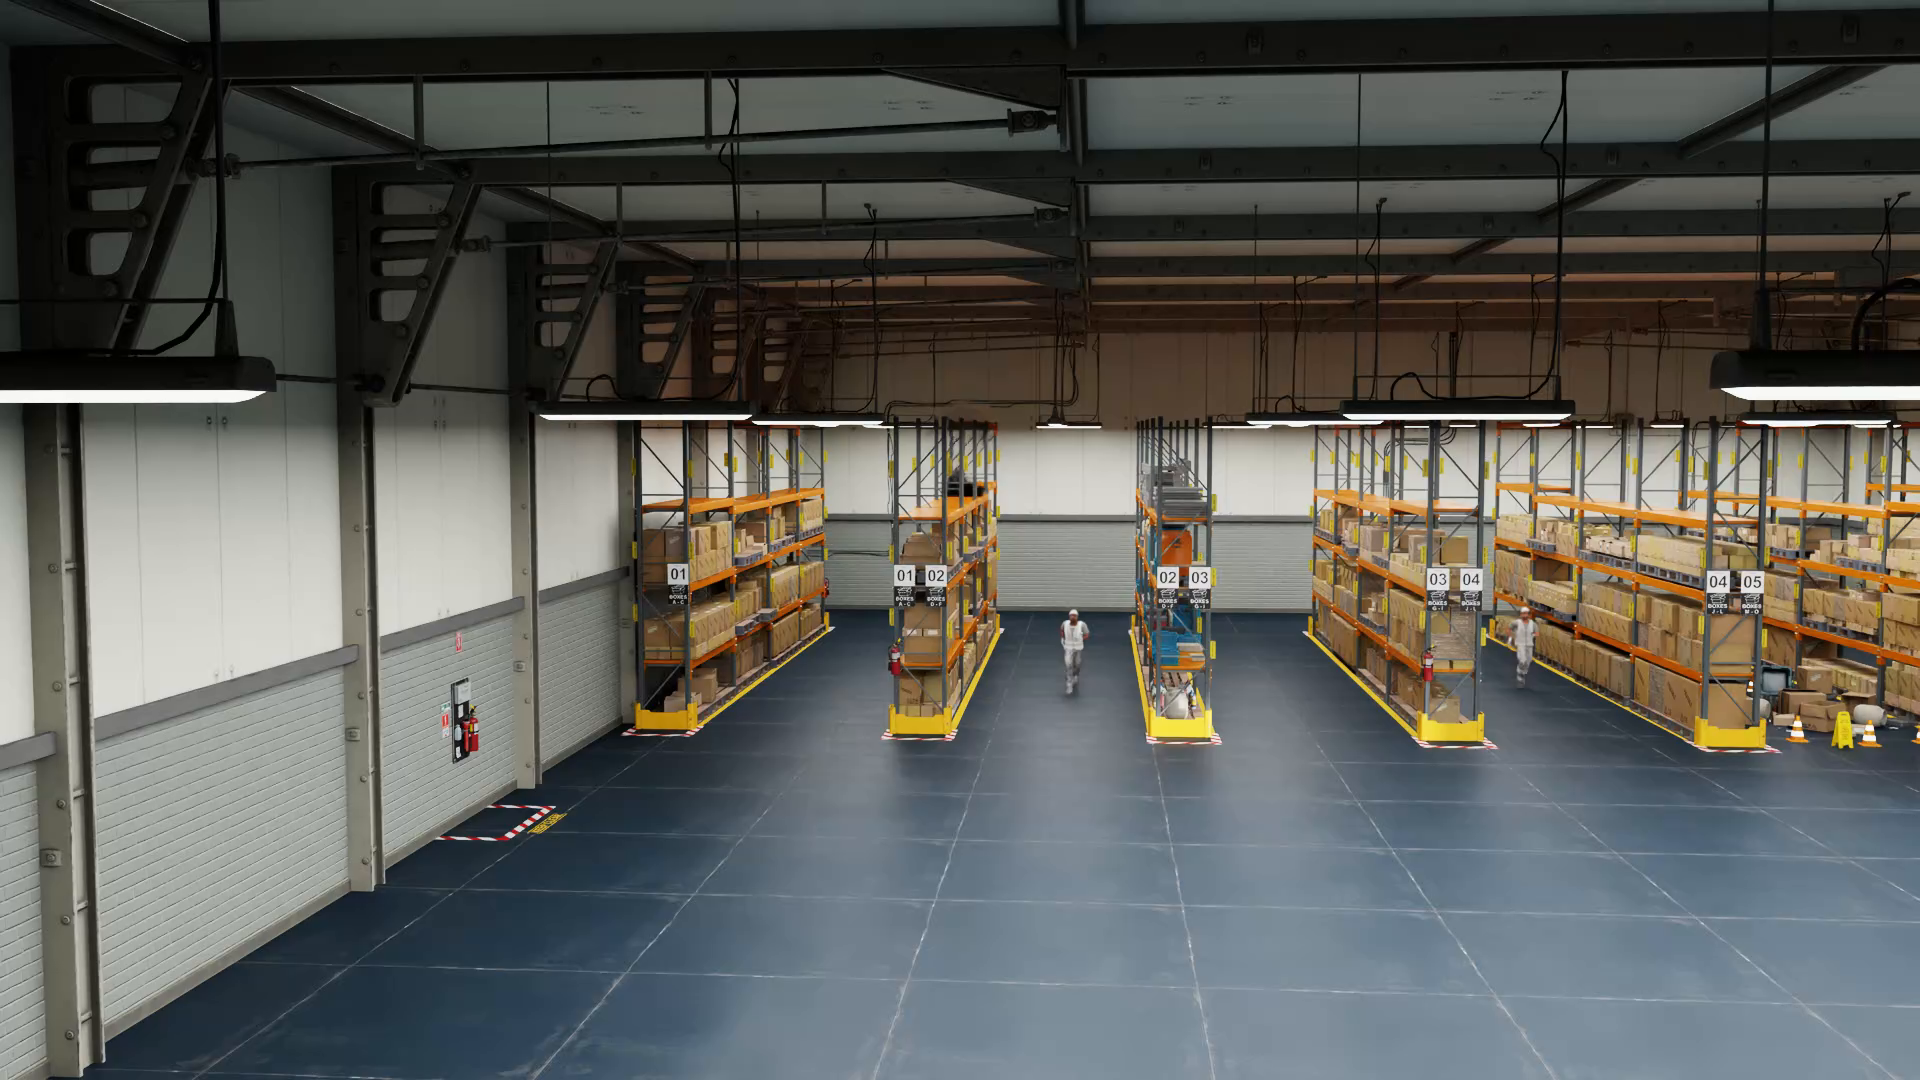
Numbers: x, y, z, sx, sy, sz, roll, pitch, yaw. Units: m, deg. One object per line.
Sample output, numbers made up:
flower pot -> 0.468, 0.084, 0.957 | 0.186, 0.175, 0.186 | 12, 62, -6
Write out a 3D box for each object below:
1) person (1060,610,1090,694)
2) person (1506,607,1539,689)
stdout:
person -> 2.545, 2.439, 36.807 | 0.645, 1.821, 1.078 | 0, 4, 2
person -> 12.586, 2.409, 37.104 | 0.649, 1.824, 0.735 | 0, 4, -1
